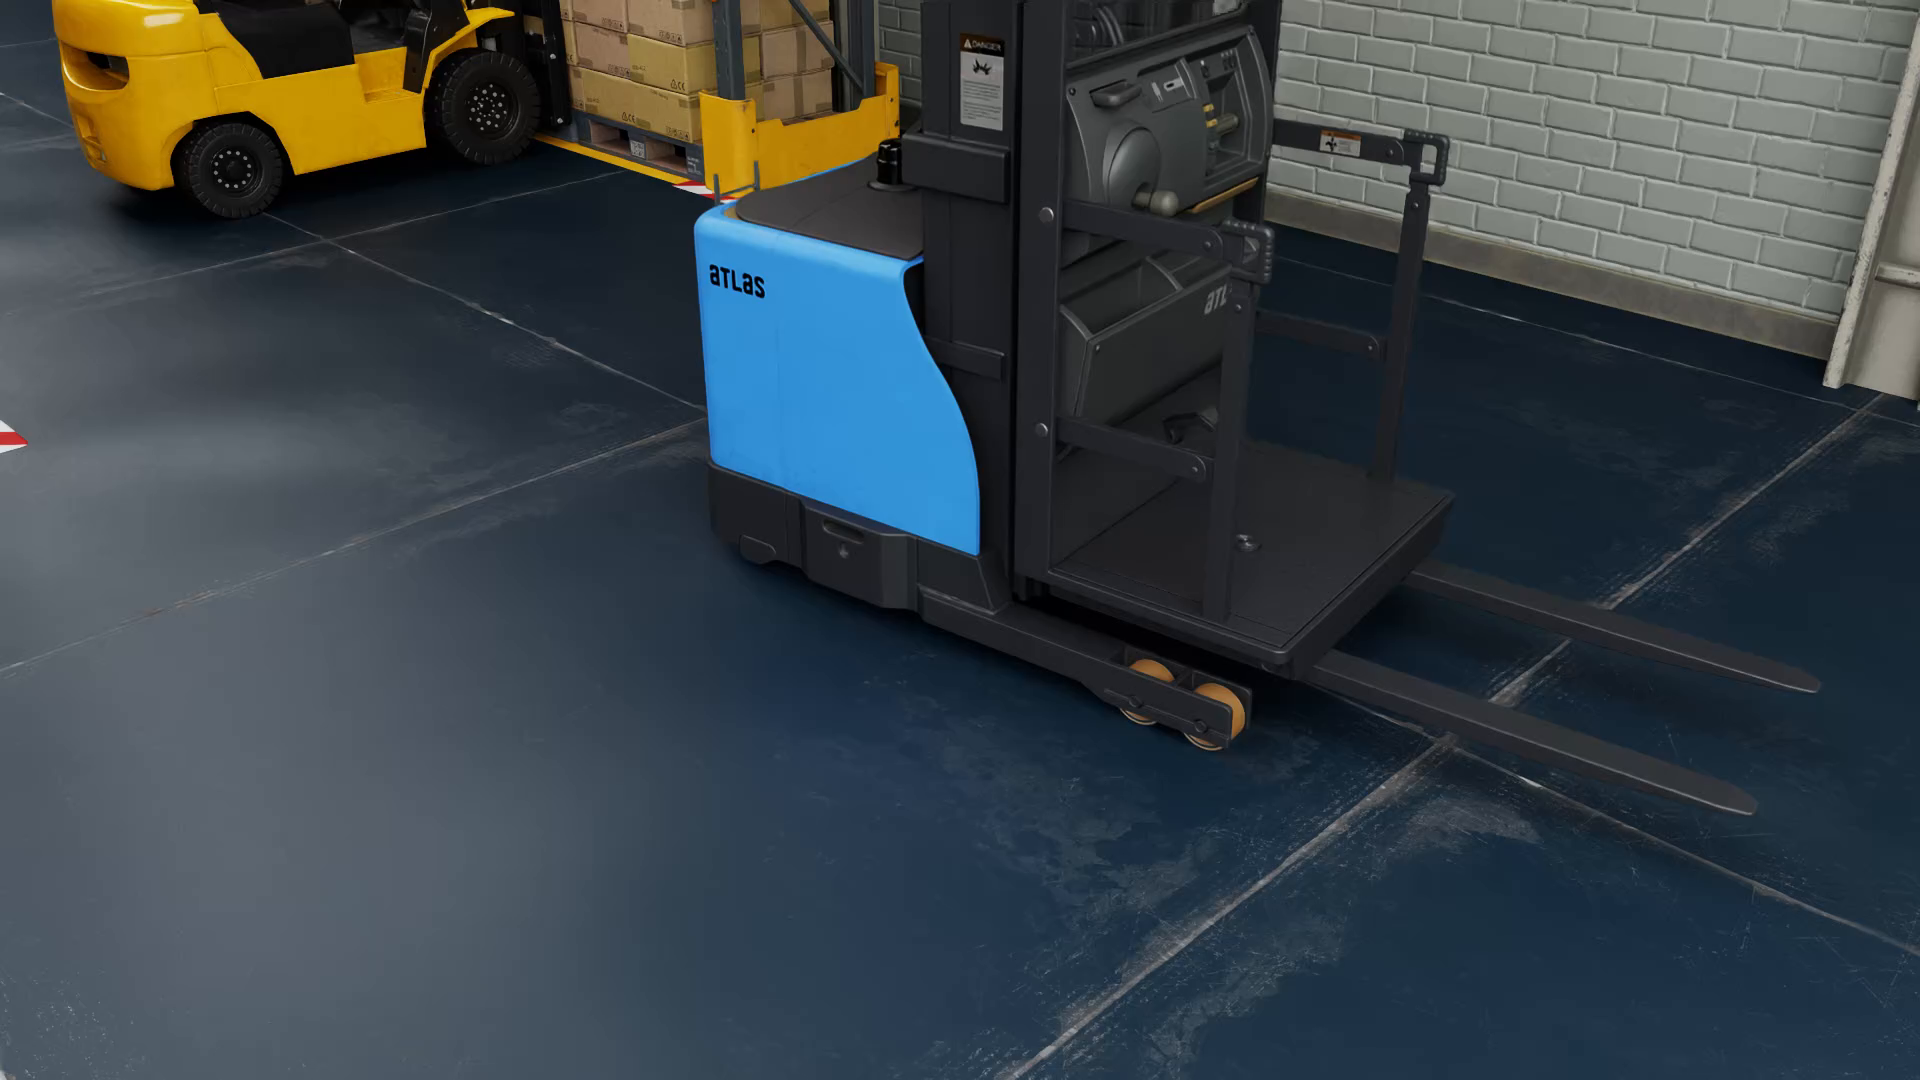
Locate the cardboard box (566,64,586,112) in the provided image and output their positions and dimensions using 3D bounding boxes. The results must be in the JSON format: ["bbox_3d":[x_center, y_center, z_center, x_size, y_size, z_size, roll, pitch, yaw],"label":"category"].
[{"bbox_3d":[-2.113,-2.691,9.647,0.500,0.250,0.500,-25,37,-39],"label":"cardboard box"}]

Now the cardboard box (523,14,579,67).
[{"bbox_3d":[-2.157,-2.916,9.538,0.500,0.250,0.500,24,36,37],"label":"cardboard box"}]

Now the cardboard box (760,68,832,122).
[{"bbox_3d":[-1.071,-2.536,9.352,0.500,0.250,0.500,25,37,39],"label":"cardboard box"}]

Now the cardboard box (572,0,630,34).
[{"bbox_3d":[-1.773,-2.964,9.094,0.500,0.250,0.500,-25,36,-38],"label":"cardboard box"}]

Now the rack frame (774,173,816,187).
[{"bbox_3d":[-0.506,-0.636,5.331,0.008,1.050,0.200,19,33,32],"label":"rack frame"}]

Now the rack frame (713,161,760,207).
[{"bbox_3d":[-0.702,-0.704,5.460,0.008,1.050,0.200,19,33,32],"label":"rack frame"}]

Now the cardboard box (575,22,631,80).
[{"bbox_3d":[-1.774,-2.754,9.231,0.500,0.250,0.500,24,36,38],"label":"cardboard box"}]

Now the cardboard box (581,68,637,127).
[{"bbox_3d":[-1.762,-2.524,9.331,0.500,0.250,0.500,25,36,38],"label":"cardboard box"}]

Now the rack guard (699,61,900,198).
[{"bbox_3d":[-0.840,-2.227,8.949,0.348,0.500,1.175,25,36,38],"label":"rack guard"}]

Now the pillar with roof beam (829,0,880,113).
[{"bbox_3d":[-3.740,-5.095,5.270,0.400,9.000,9.100,25,36,38],"label":"pillar with roof beam"}]

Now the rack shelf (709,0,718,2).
[{"bbox_3d":[-2.284,-3.676,9.791,4.000,0.370,1.077,25,36,38],"label":"rack shelf"}]

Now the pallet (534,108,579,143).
[{"bbox_3d":[-2.298,-2.741,10.236,1.213,0.211,1.003,25,36,38],"label":"pallet"}]

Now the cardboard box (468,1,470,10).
[{"bbox_3d":[-2.871,-3.245,10.164,0.500,0.250,0.500,24,36,38],"label":"cardboard box"}]

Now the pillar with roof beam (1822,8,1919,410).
[{"bbox_3d":[0.538,-3.137,1.546,0.400,9.000,9.100,25,36,38],"label":"pillar with roof beam"}]

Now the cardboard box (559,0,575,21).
[{"bbox_3d":[-2.140,-3.126,9.400,0.500,0.250,0.500,-25,37,-39],"label":"cardboard box"}]

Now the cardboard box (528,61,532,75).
[{"bbox_3d":[-2.499,-2.853,9.955,0.500,0.250,0.500,-24,36,-38],"label":"cardboard box"}]

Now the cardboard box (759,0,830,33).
[{"bbox_3d":[-1.068,-2.973,9.109,0.500,0.250,0.500,24,36,38],"label":"cardboard box"}]

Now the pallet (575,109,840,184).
[{"bbox_3d":[-1.432,-2.343,9.479,1.213,0.211,1.003,25,36,38],"label":"pallet"}]

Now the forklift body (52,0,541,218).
[{"bbox_3d":[-3.489,-2.979,8.605,1.214,2.155,2.313,25,36,38],"label":"forklift body"}]

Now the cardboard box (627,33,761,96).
[{"bbox_3d":[-1.424,-2.587,8.913,0.500,0.250,0.500,24,36,38],"label":"cardboard box"}]

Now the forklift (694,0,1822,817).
[{"bbox_3d":[0.712,-1.043,4.085,3.031,2.935,1.130,19,33,32],"label":"forklift"}]

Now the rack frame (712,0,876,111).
[{"bbox_3d":[-0.858,-3.342,8.382,0.127,3.000,1.000,25,36,38],"label":"rack frame"}]

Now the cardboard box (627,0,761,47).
[{"bbox_3d":[-1.405,-2.800,8.780,0.500,0.250,0.500,-24,36,-38],"label":"cardboard box"}]

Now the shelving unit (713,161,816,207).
[{"bbox_3d":[-0.604,-0.670,5.396,0.252,1.050,0.215,19,33,32],"label":"shelving unit"}]

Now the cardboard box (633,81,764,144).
[{"bbox_3d":[-1.414,-2.359,9.016,0.500,0.250,0.500,25,37,39],"label":"cardboard box"}]

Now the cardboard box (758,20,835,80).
[{"bbox_3d":[-1.047,-2.754,9.231,0.500,0.250,0.500,-25,36,-38],"label":"cardboard box"}]
